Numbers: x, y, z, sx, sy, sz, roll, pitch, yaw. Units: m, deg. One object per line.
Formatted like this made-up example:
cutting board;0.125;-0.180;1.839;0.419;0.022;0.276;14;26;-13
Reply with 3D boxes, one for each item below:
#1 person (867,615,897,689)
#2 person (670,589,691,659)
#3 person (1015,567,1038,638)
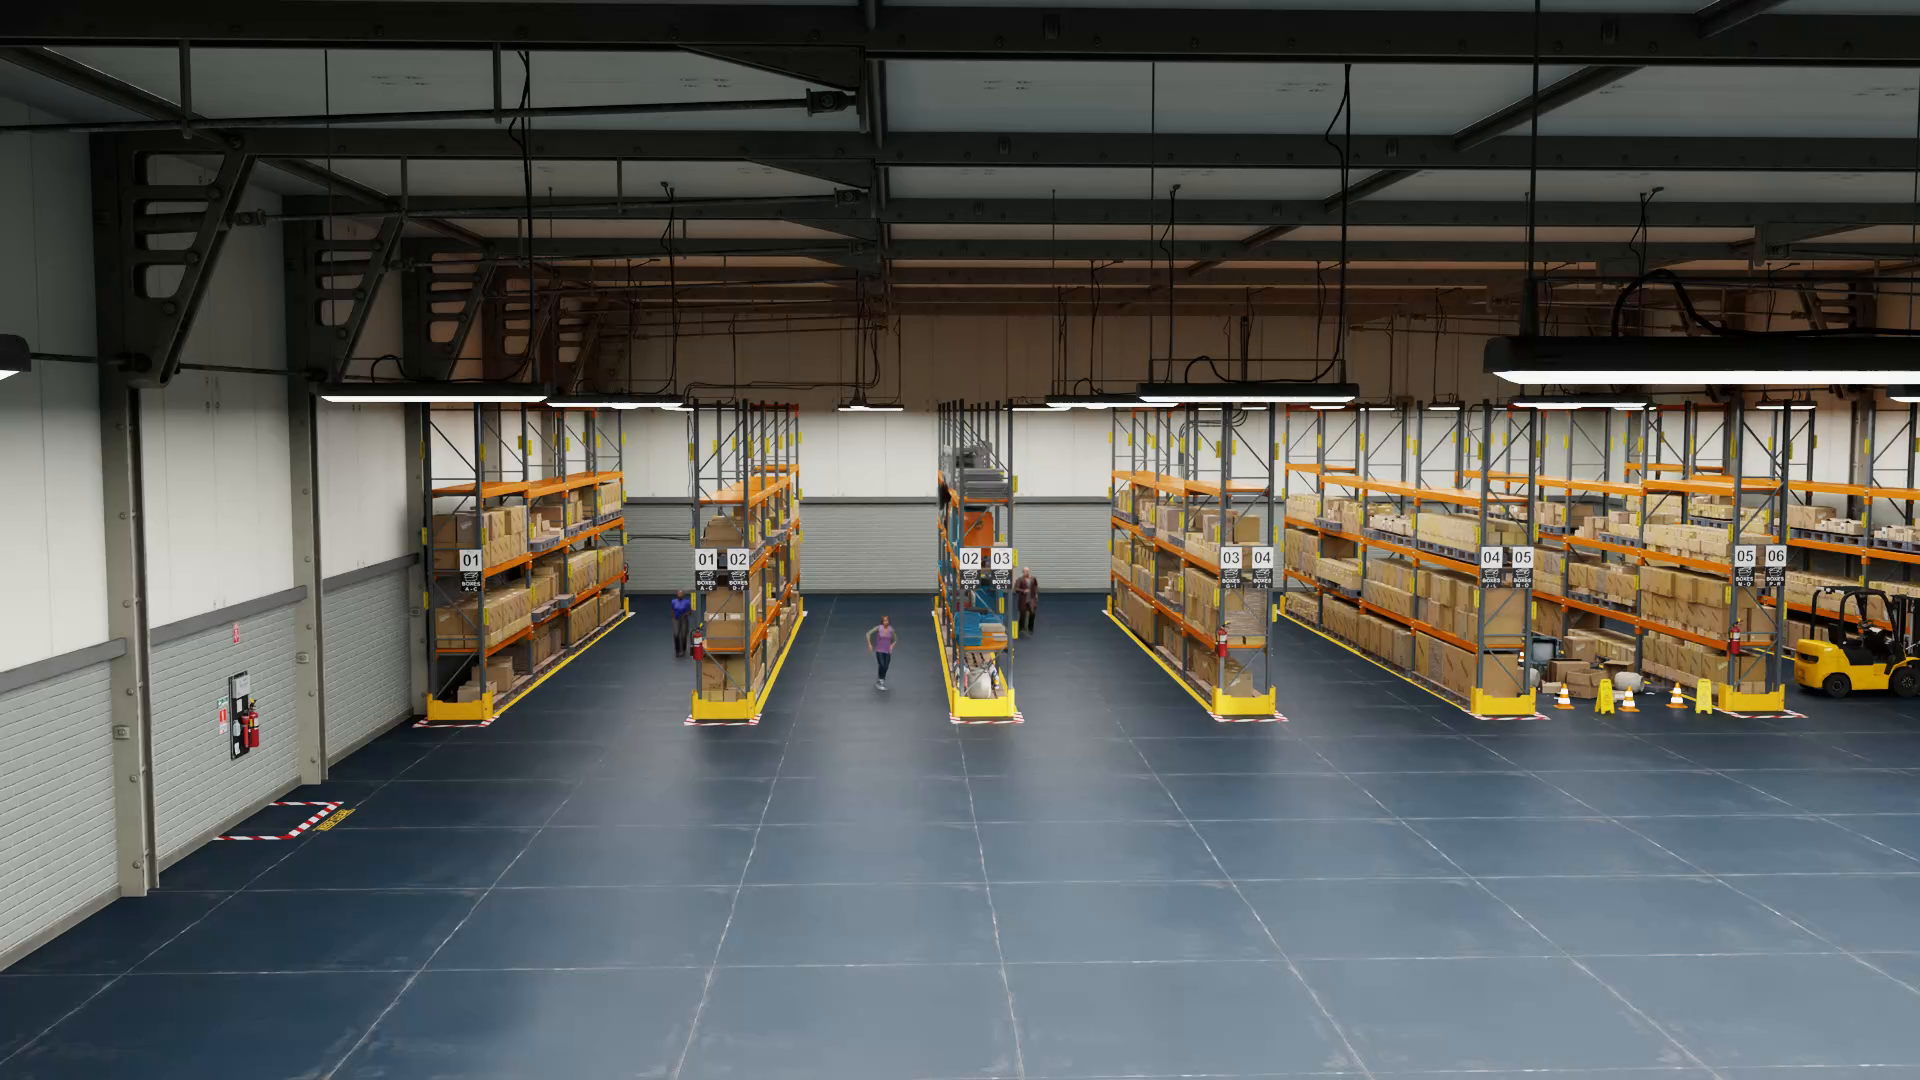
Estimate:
person;-1.605;2.325;34.400;0.623;1.557;0.599;-1;5;-16
person;-6.539;1.962;38.958;0.495;1.670;0.801;-1;4;-7
person;1.711;1.604;42.672;0.676;1.837;0.902;-1;4;-11
